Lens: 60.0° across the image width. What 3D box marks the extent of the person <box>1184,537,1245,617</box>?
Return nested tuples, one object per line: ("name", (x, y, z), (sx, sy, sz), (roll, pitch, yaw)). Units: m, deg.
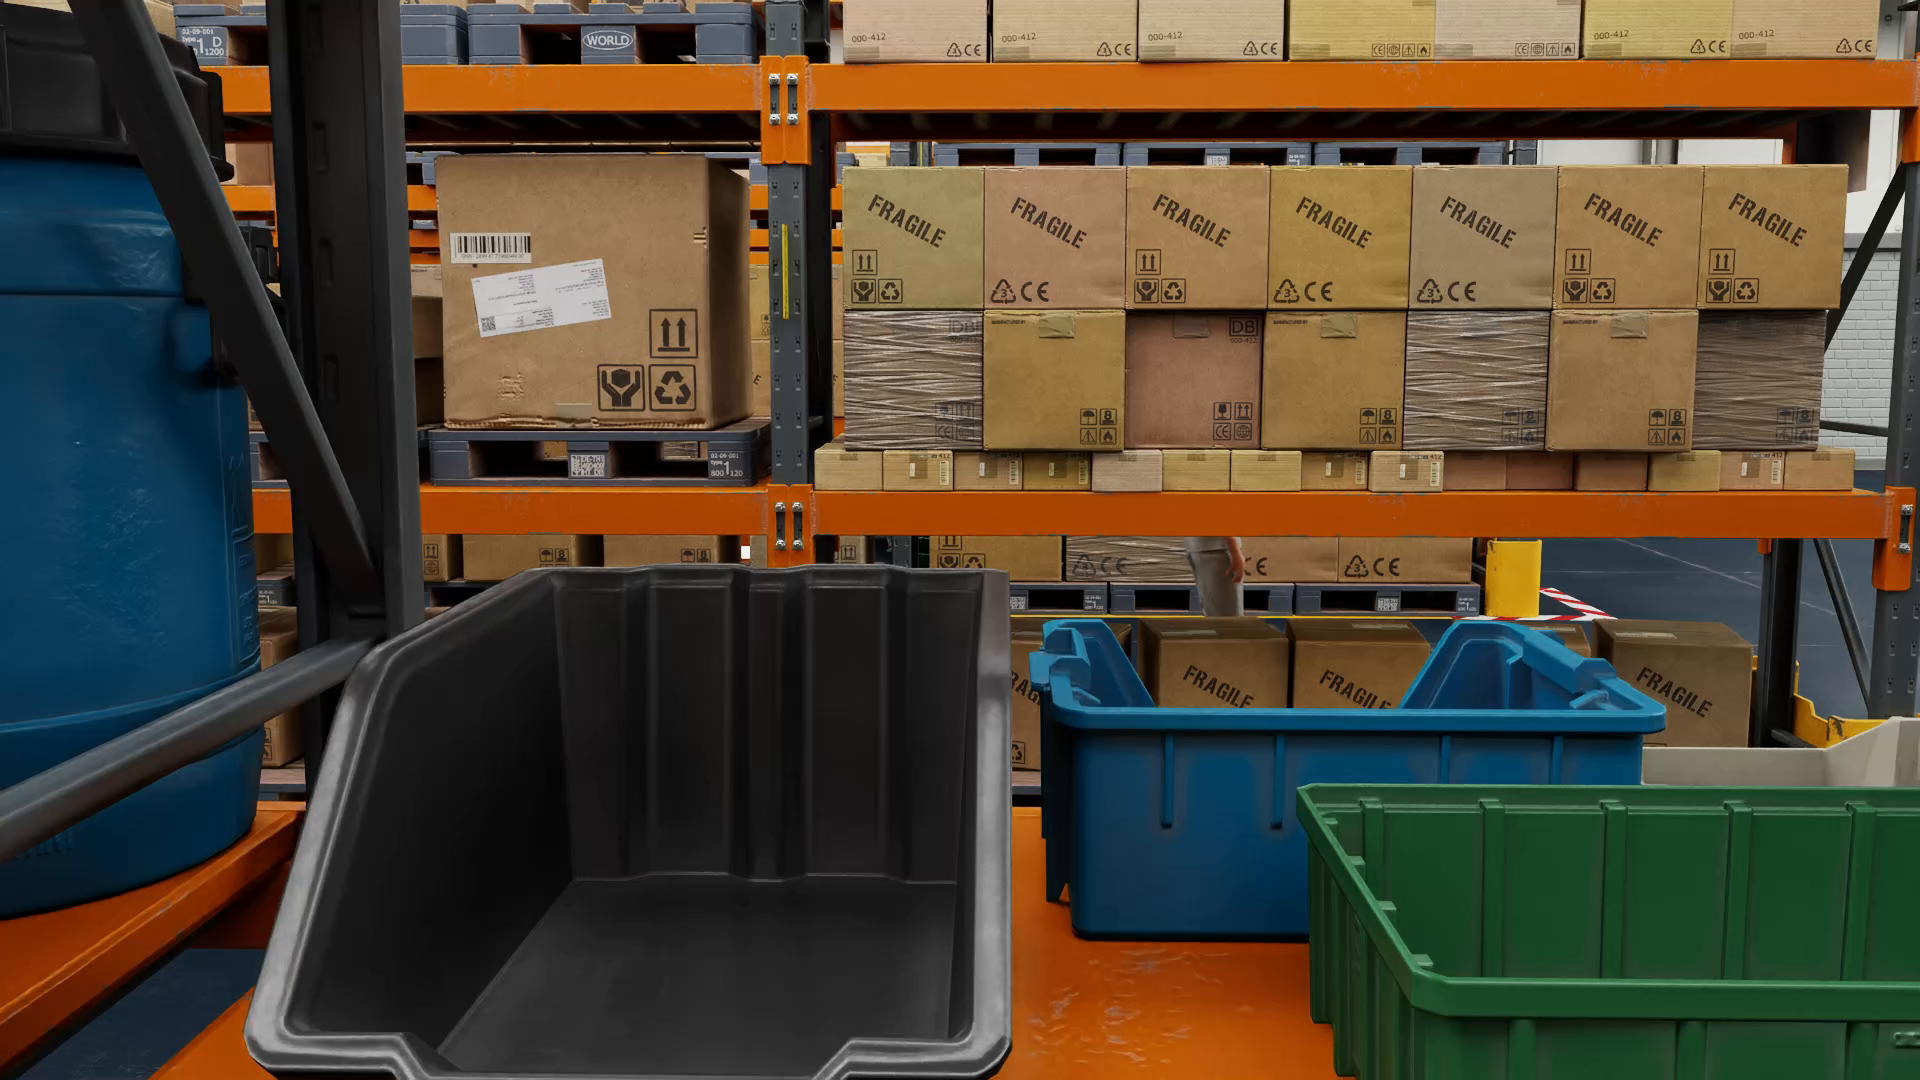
("person", (1.235, 0.059, 7.825), (0.366, 1.671, 0.510), (0, 7, -2))
